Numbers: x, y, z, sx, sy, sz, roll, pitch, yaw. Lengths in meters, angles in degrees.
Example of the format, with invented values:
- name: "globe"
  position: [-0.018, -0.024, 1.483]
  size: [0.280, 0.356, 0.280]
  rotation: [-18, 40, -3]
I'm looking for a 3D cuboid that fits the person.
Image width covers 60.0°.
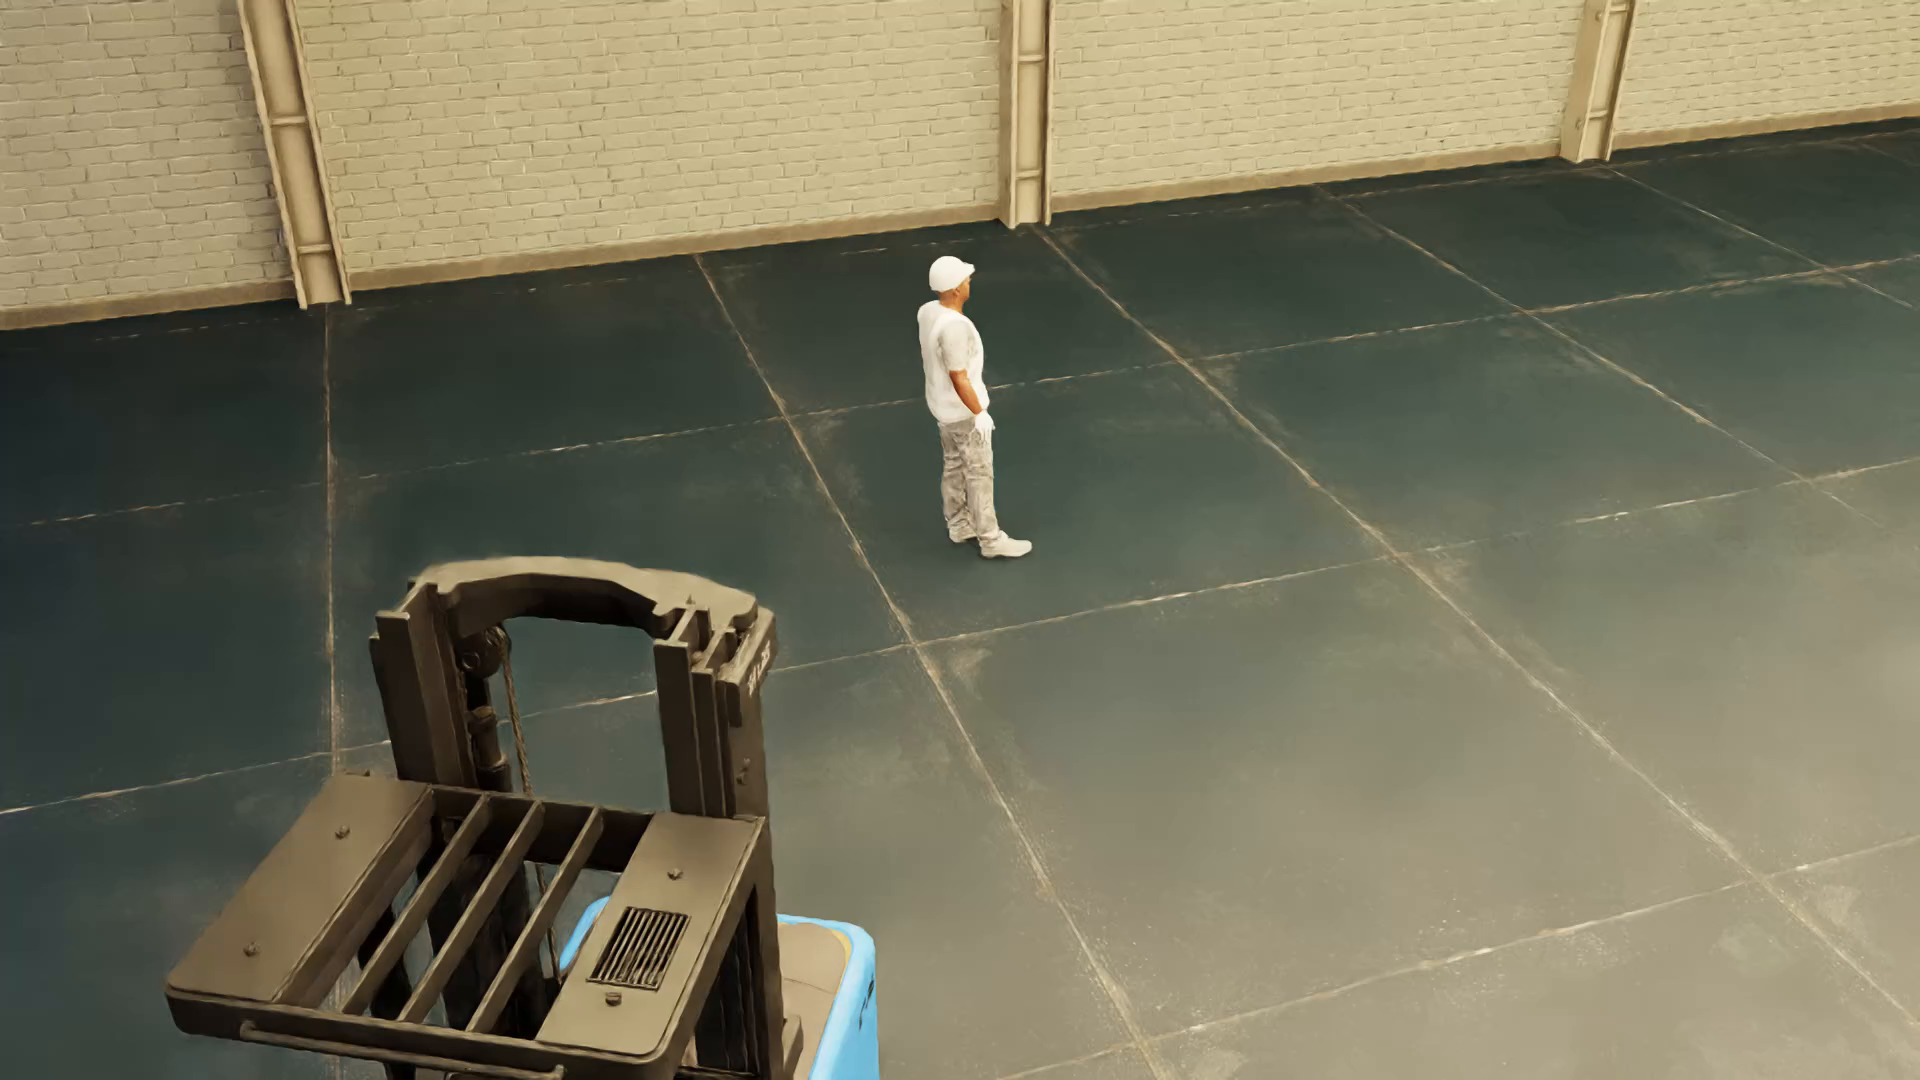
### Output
- name: "person"
  position: [0.079, -0.788, 9.594]
  size: [0.558, 1.782, 0.655]
  rotation: [-10, 31, -16]

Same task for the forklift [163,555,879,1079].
- name: "forklift"
  position: [-12.553, 2.611, 2.548]
  size: [23.089, 2.935, 10.963]
  rotation: [5, 30, 9]
